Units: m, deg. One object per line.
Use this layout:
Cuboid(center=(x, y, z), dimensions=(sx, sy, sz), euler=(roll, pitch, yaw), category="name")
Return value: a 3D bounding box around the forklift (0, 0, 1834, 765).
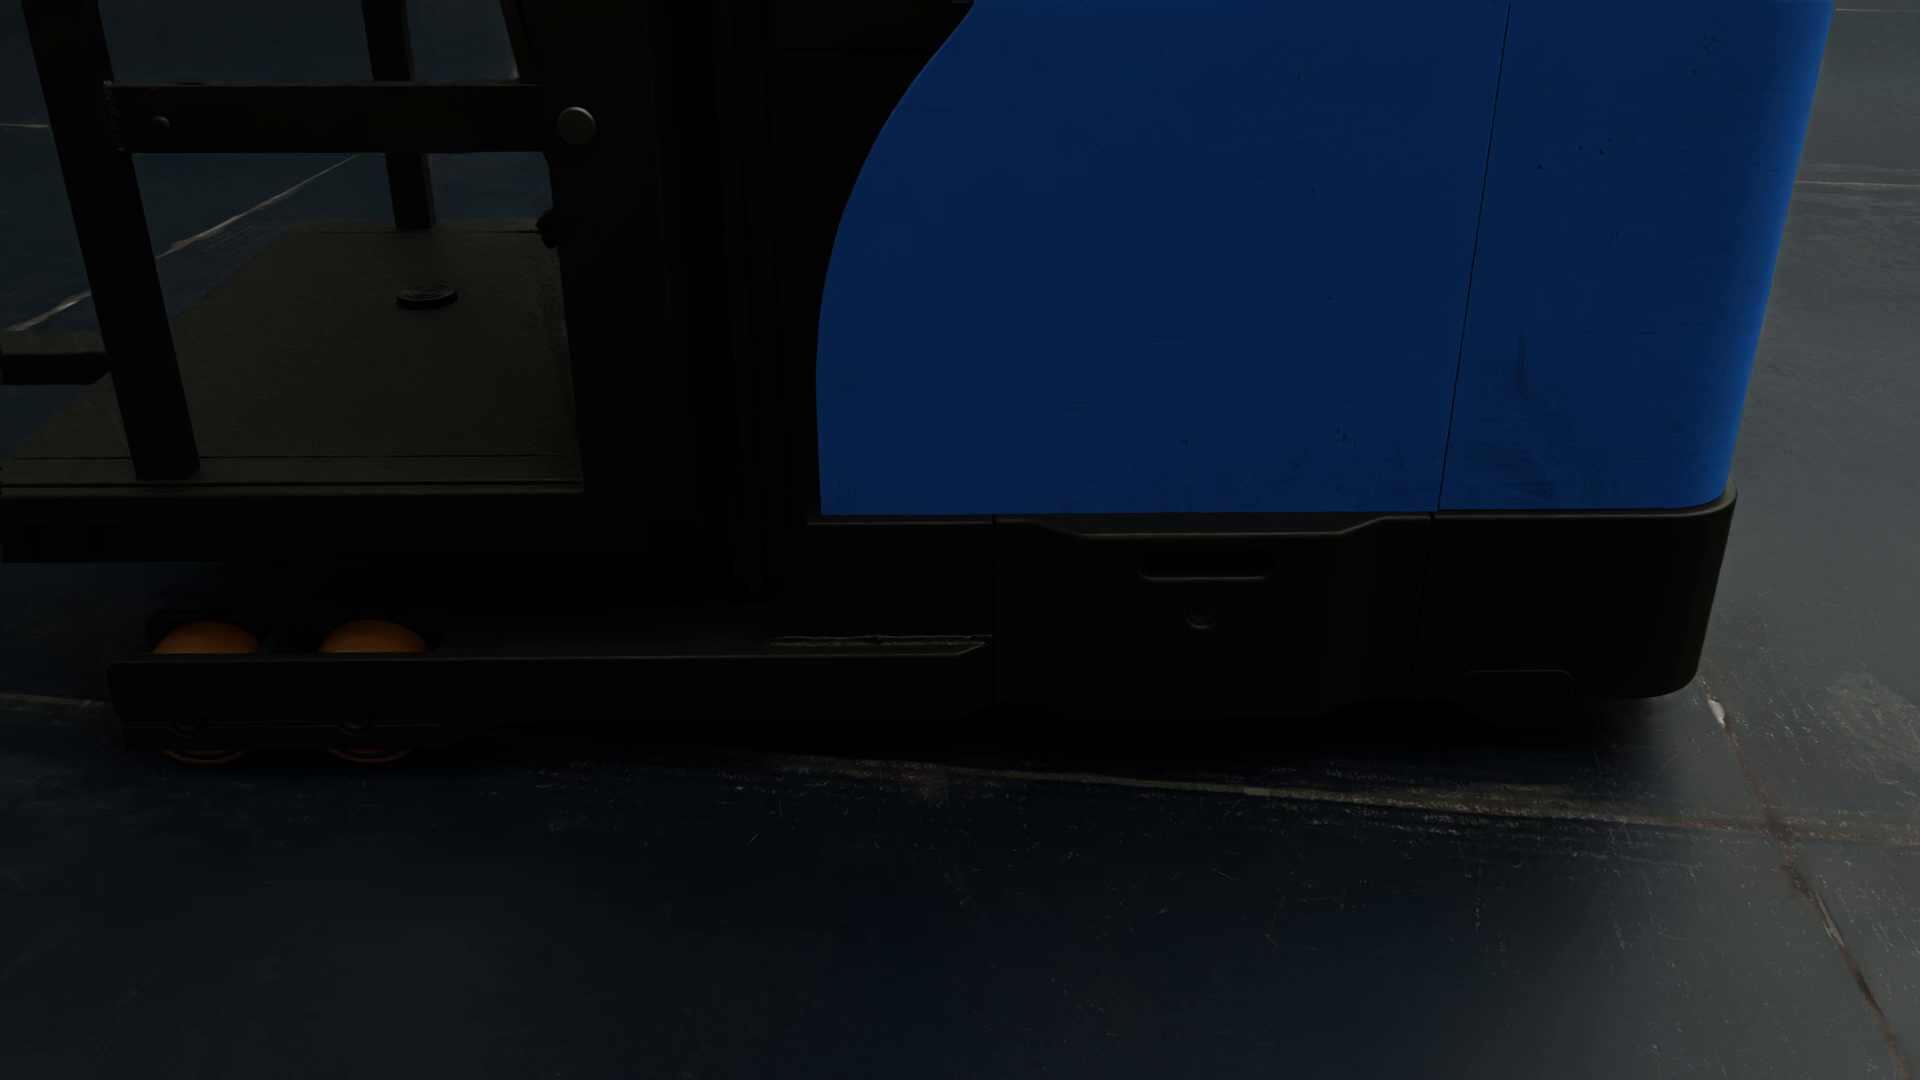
Cuboid(center=(-0.617, -1.284, 1.791), dimensions=(3.031, 2.935, 1.130), euler=(0, 27, -1), category="forklift")
